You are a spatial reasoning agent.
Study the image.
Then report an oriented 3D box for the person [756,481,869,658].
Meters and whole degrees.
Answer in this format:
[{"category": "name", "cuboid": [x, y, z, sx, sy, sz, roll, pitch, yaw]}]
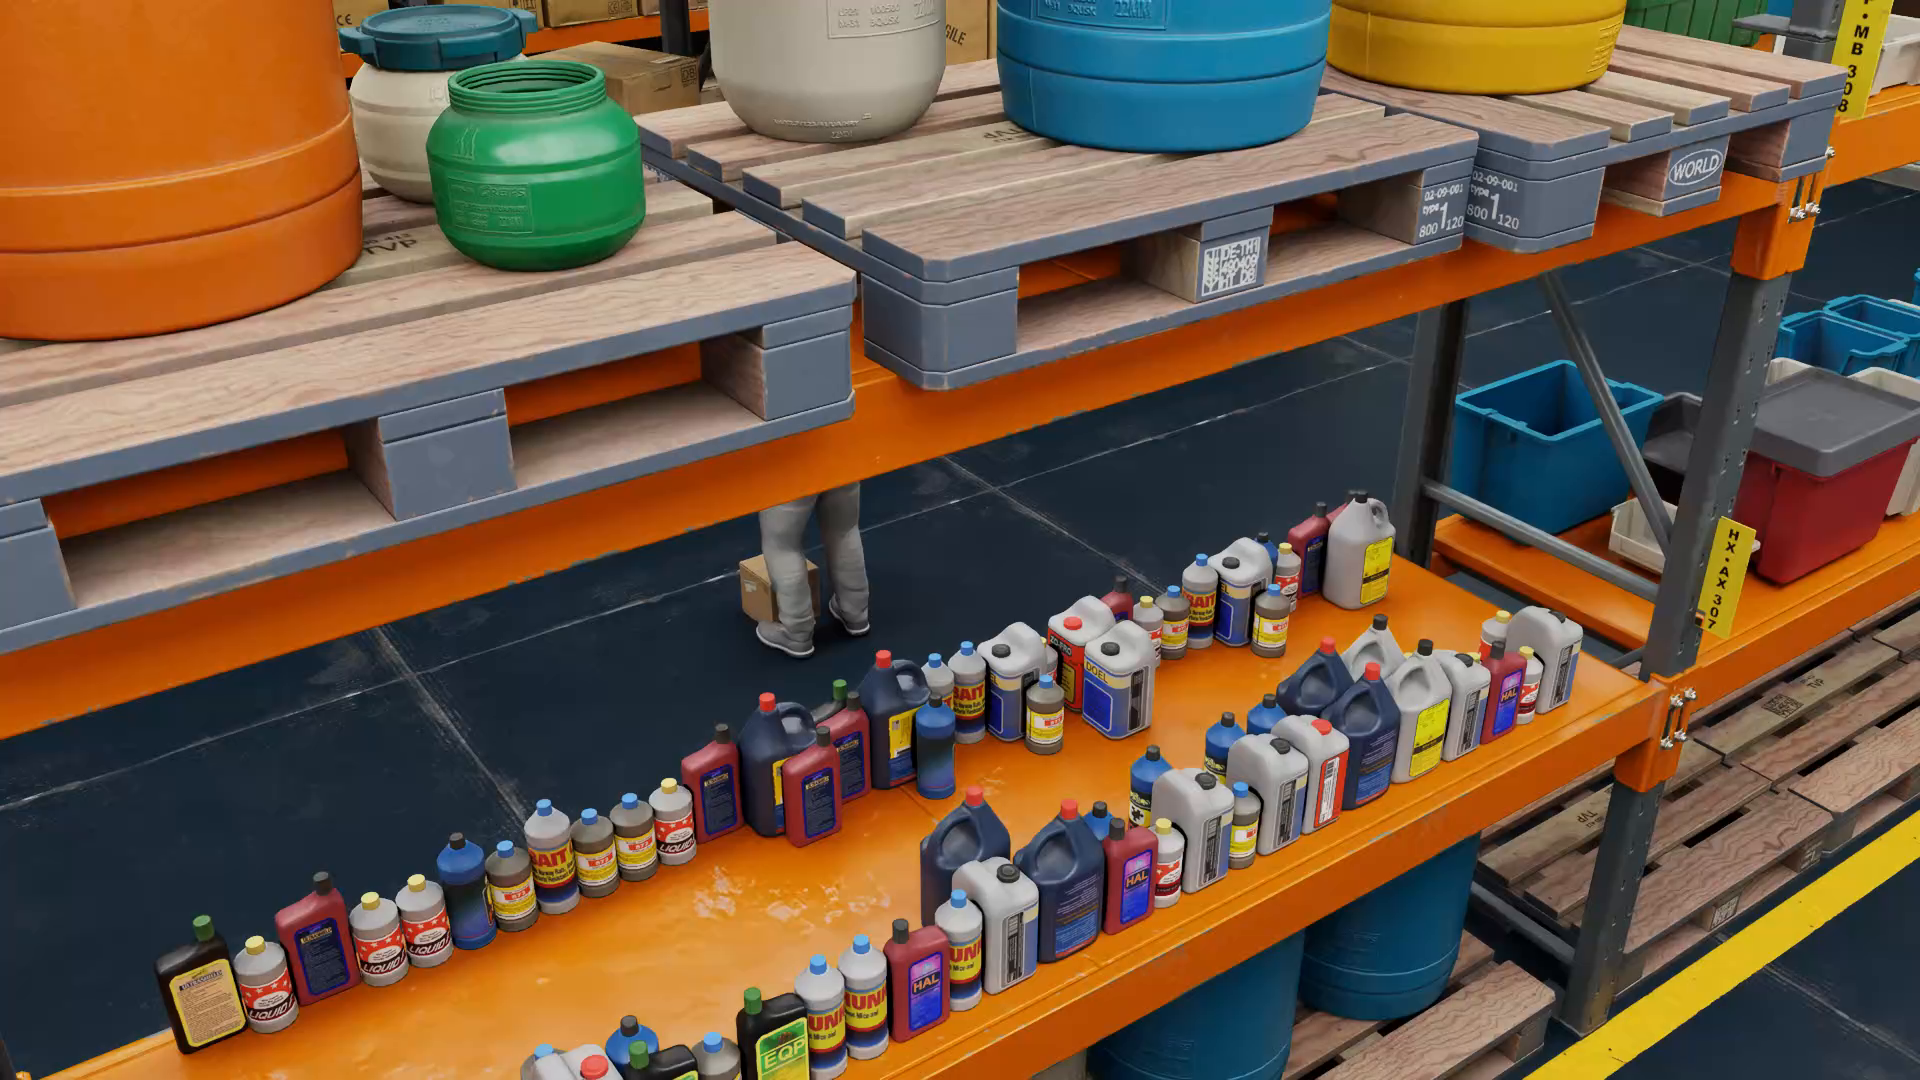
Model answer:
[{"category": "person", "cuboid": [-0.613, -0.342, 6.748, 0.584, 1.747, 0.437, -19, 34, -31]}]
